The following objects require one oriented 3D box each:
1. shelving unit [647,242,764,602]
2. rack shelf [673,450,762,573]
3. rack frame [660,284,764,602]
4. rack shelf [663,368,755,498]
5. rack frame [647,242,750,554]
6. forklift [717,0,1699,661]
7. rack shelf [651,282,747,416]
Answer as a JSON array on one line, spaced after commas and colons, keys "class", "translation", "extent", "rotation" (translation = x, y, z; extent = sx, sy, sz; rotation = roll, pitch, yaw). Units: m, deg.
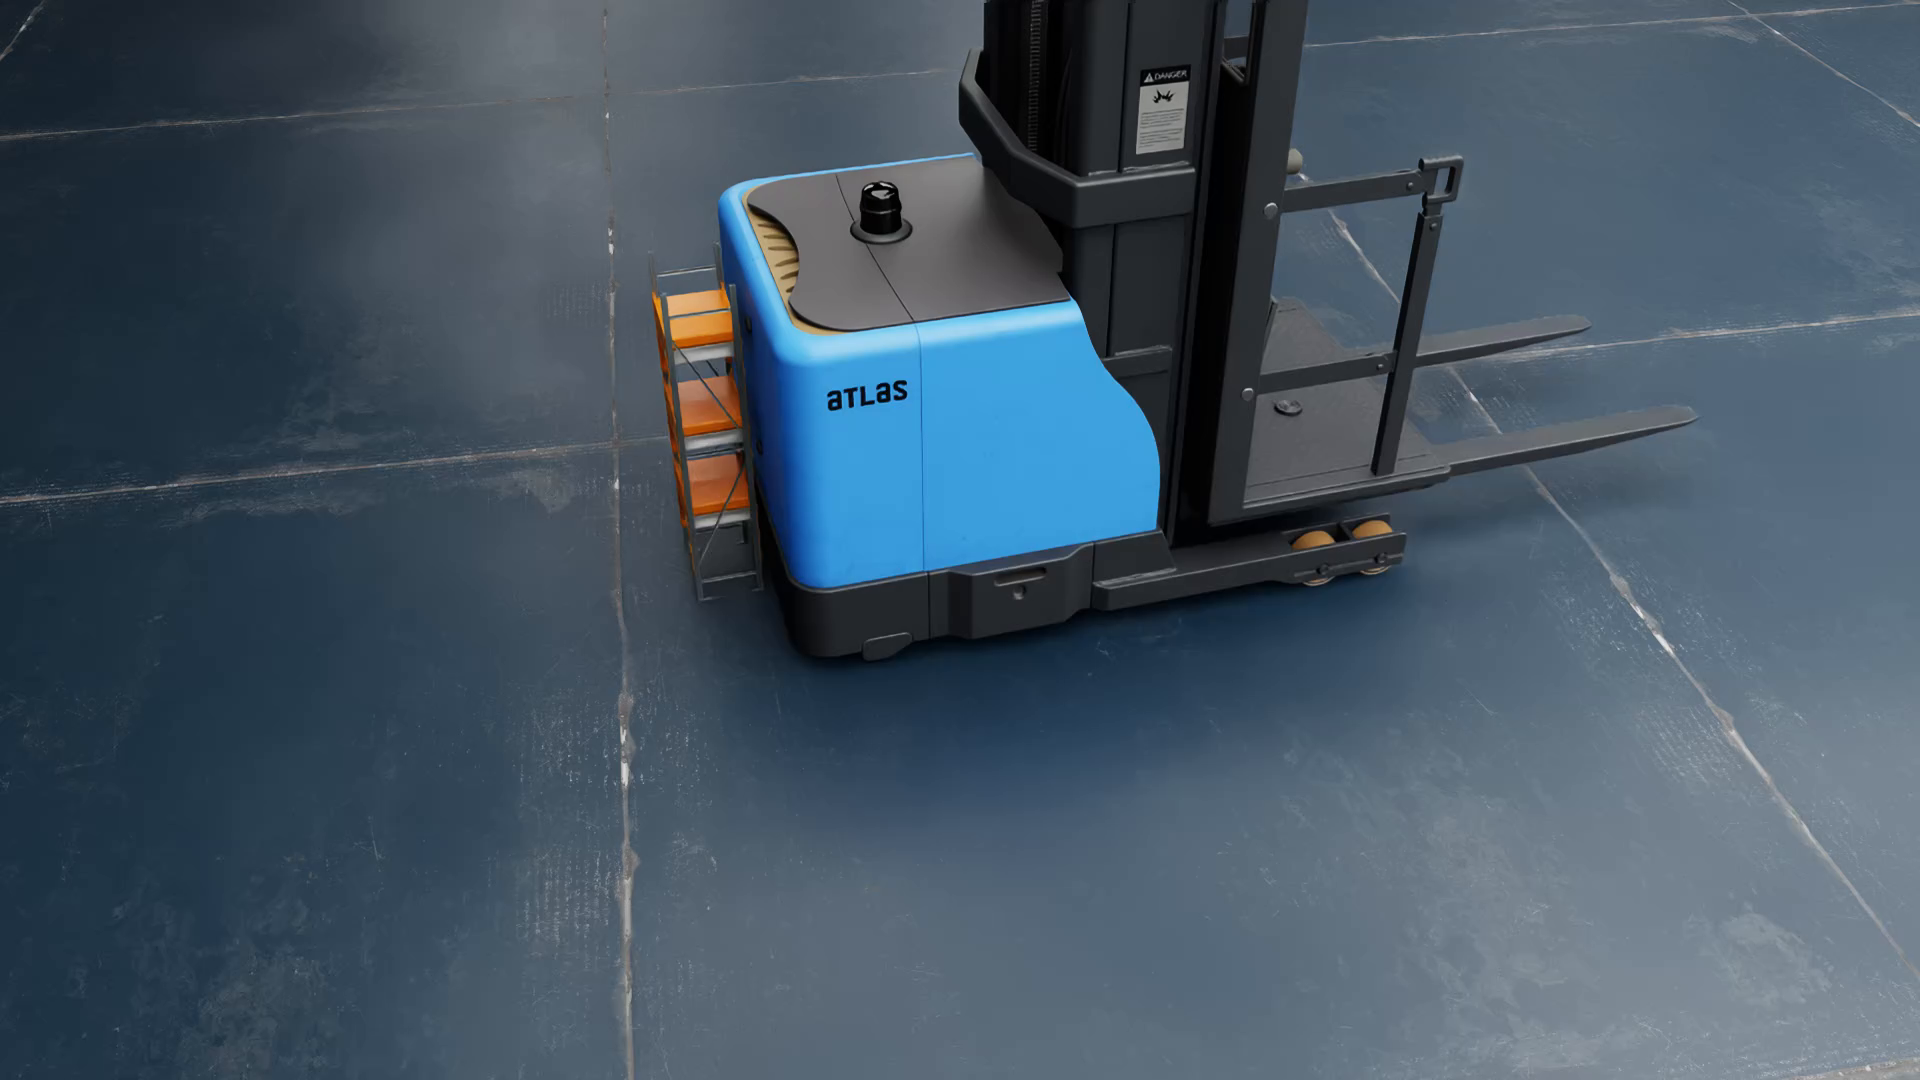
[{"class": "shelving unit", "translation": [-0.726, -0.319, 4.804], "extent": [0.215, 1.050, 0.252], "rotation": [-10, 39, -13]}, {"class": "rack shelf", "translation": [-0.726, -0.091, 4.981], "extent": [0.215, 0.259, 0.240], "rotation": [-10, 39, -13]}, {"class": "rack frame", "translation": [-0.692, -0.247, 4.712], "extent": [0.200, 1.050, 0.008], "rotation": [-10, 39, -13]}, {"class": "rack shelf", "translation": [-0.726, -0.310, 4.811], "extent": [0.215, 0.259, 0.240], "rotation": [-10, 39, -13]}, {"class": "rack frame", "translation": [-0.760, -0.391, 4.897], "extent": [0.200, 1.050, 0.008], "rotation": [-10, 39, -13]}, {"class": "forklift", "translation": [0.857, -1.320, 4.560], "extent": [3.031, 2.935, 1.130], "rotation": [-10, 39, -13]}, {"class": "rack shelf", "translation": [-0.726, -0.534, 4.637], "extent": [0.215, 0.259, 0.240], "rotation": [-10, 39, -13]}]
